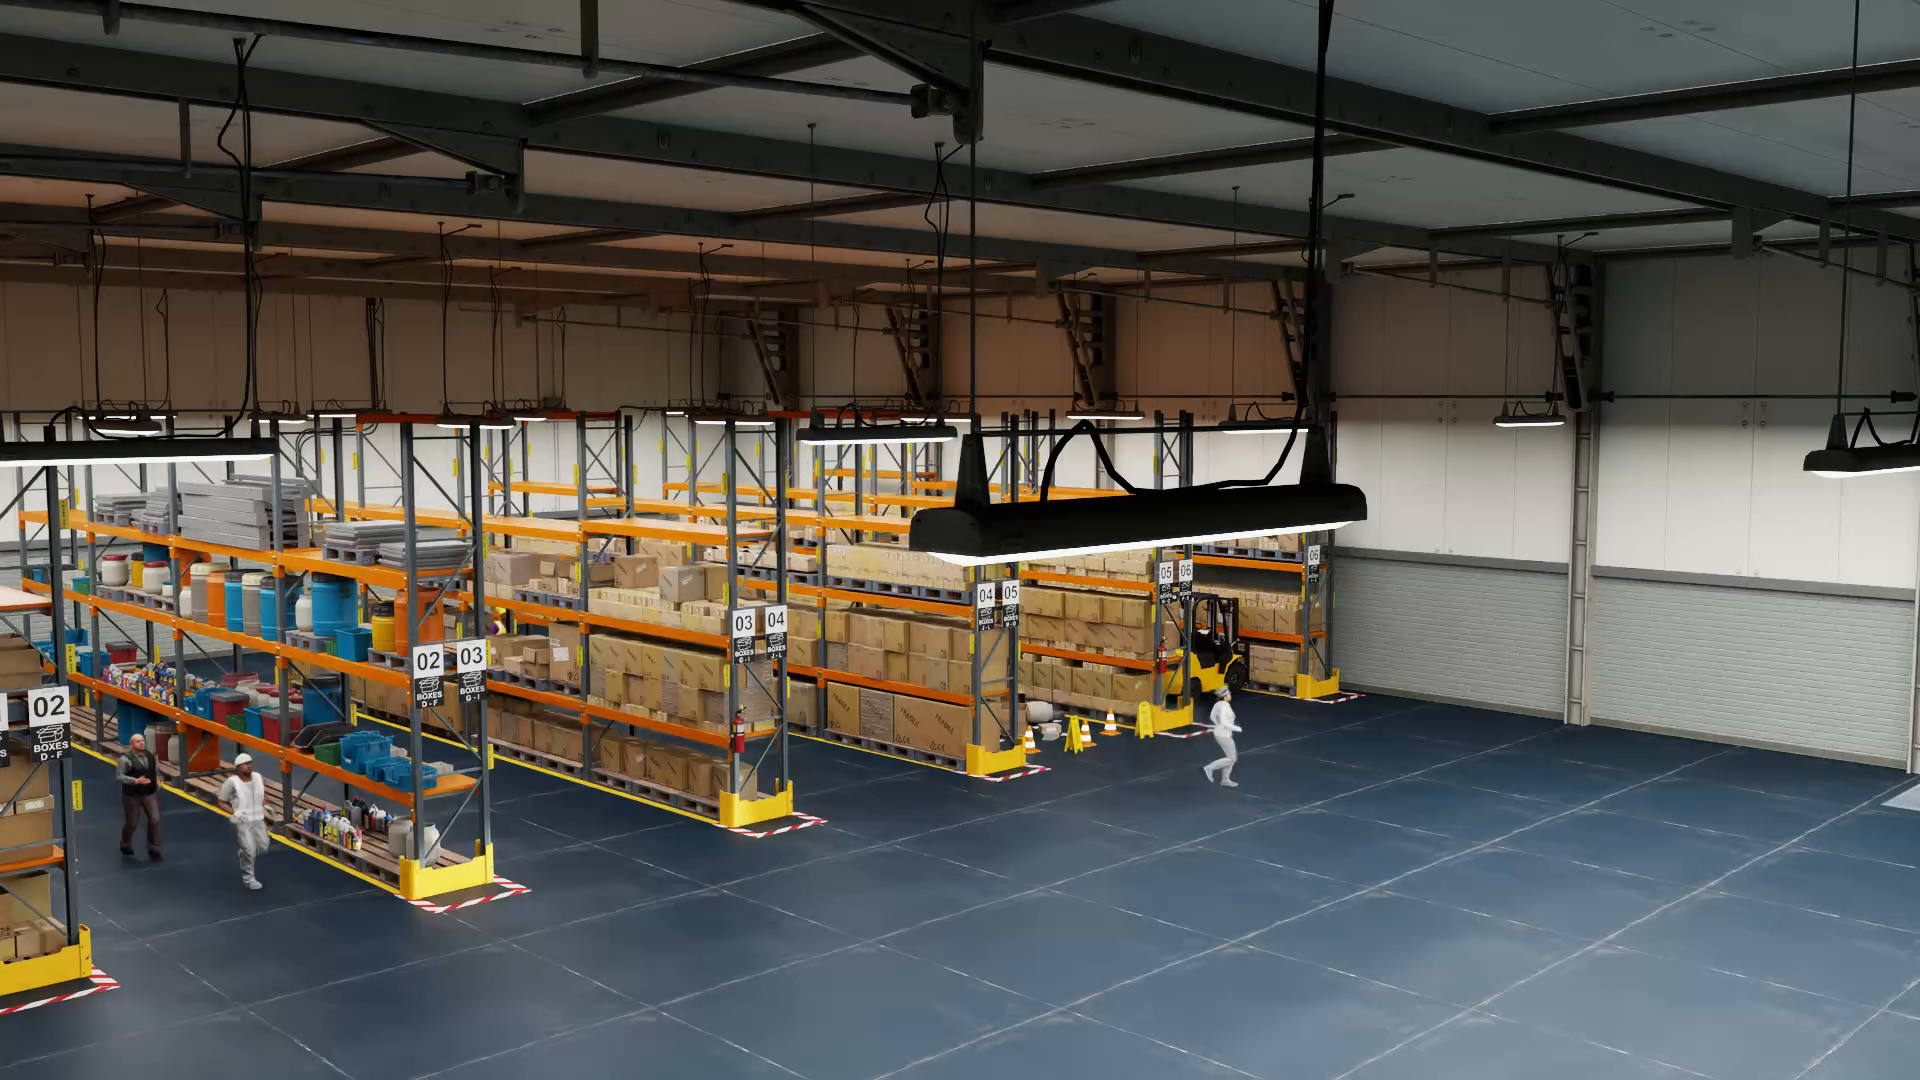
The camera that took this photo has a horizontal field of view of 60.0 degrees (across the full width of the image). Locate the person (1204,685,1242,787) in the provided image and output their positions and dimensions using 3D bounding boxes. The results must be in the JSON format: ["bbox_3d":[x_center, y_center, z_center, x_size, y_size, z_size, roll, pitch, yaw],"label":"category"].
[{"bbox_3d":[4.229,3.168,26.906,0.620,1.657,0.616,-1,5,-7],"label":"person"}]

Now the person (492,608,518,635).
[{"bbox_3d":[-9.880,2.338,36.129,0.711,1.726,0.659,-5,7,-42],"label":"person"}]

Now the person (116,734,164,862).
[{"bbox_3d":[-11.164,3.522,22.636,0.760,1.804,0.673,4,6,35],"label":"person"}]

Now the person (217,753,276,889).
[{"bbox_3d":[-9.212,3.610,21.435,0.605,1.739,0.685,3,6,34],"label":"person"}]
